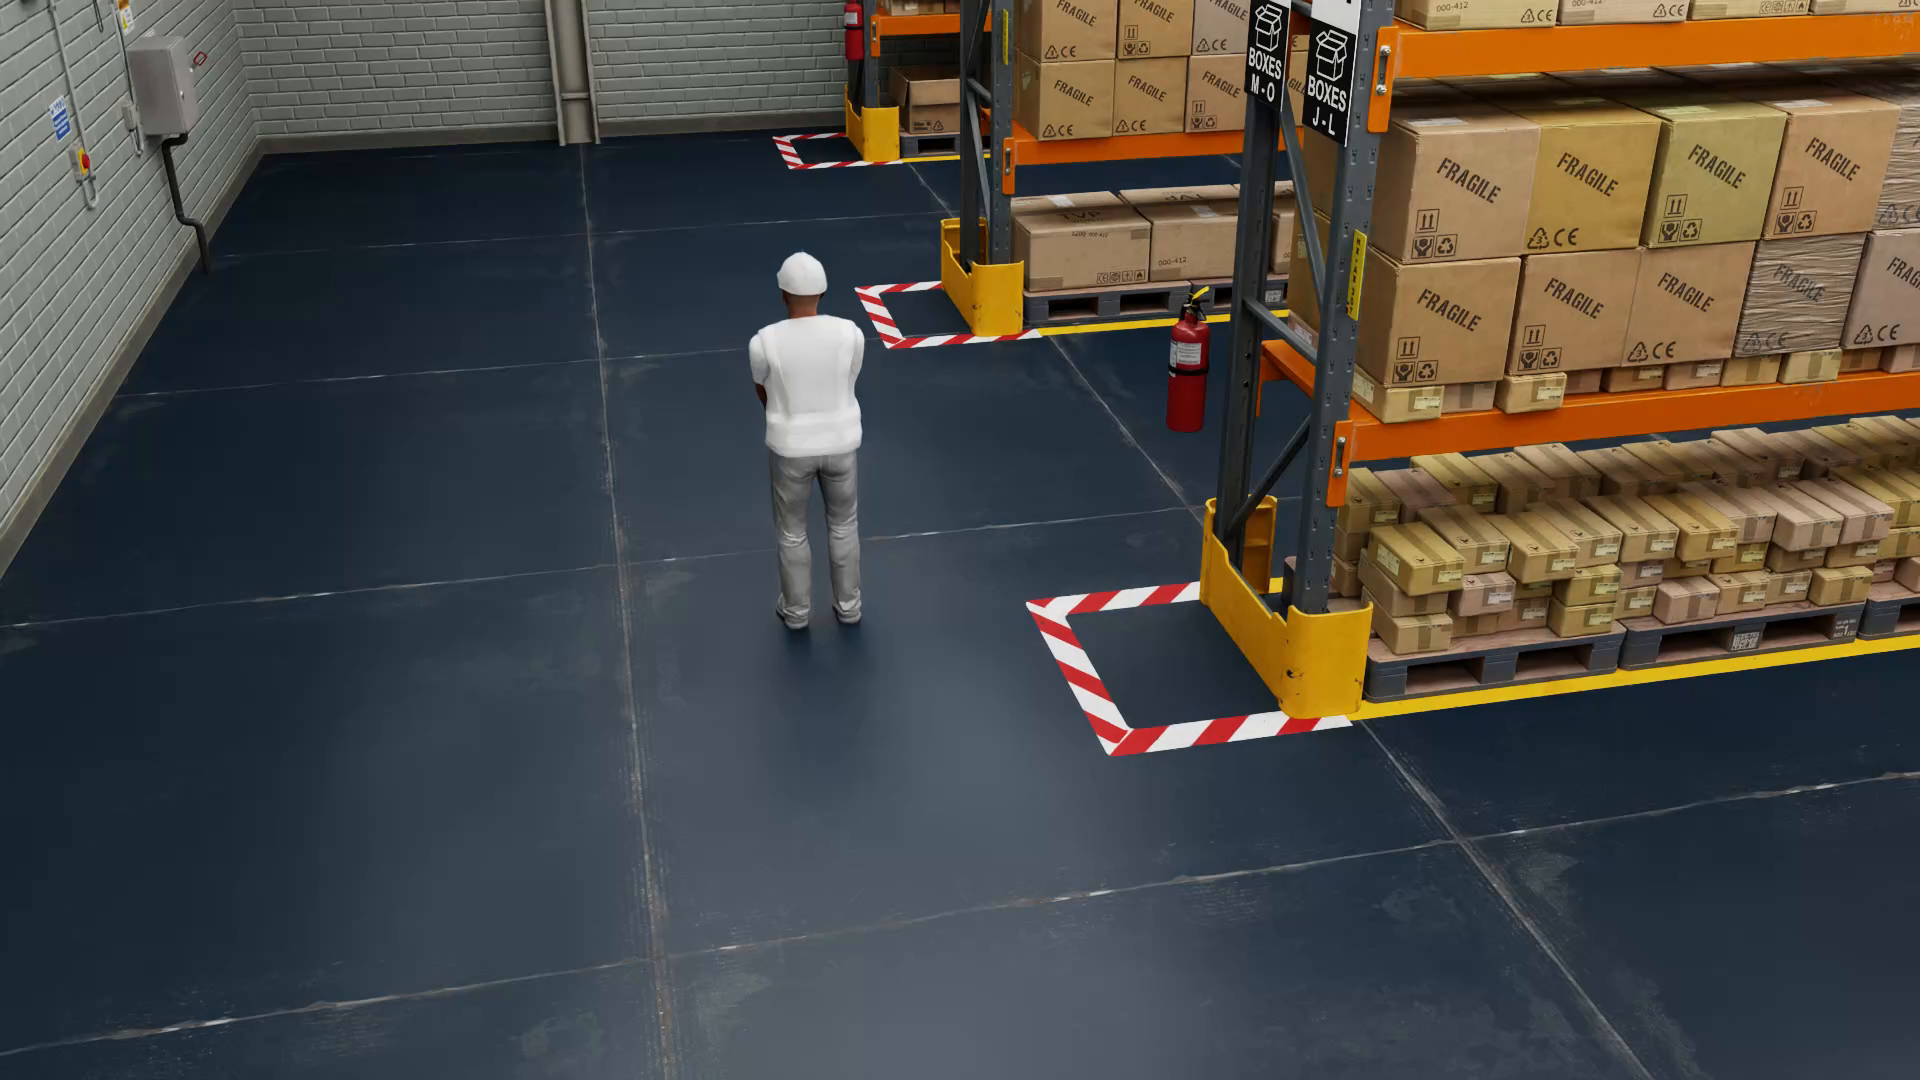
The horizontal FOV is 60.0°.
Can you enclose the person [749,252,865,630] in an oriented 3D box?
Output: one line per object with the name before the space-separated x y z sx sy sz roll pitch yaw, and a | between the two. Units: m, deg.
person | -0.690 -0.469 7.527 0.505 1.763 0.560 -6 27 -12
